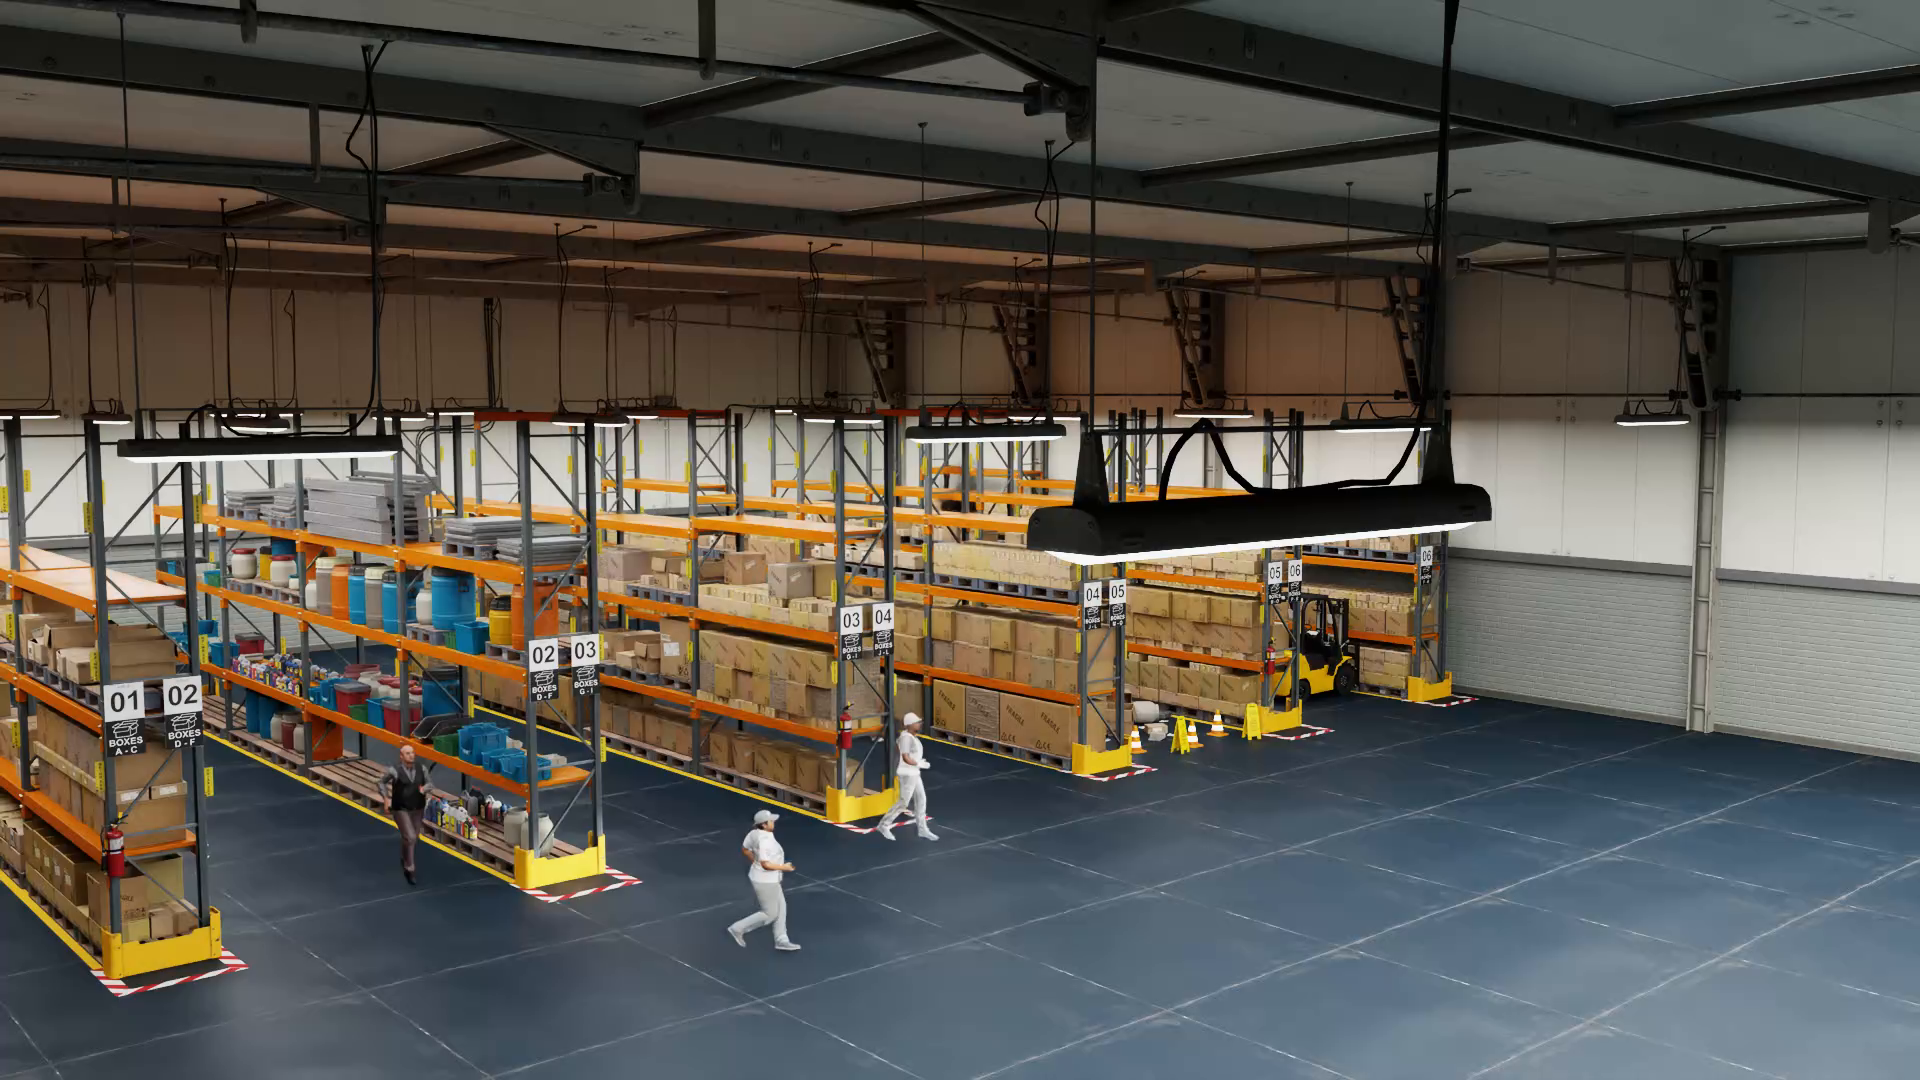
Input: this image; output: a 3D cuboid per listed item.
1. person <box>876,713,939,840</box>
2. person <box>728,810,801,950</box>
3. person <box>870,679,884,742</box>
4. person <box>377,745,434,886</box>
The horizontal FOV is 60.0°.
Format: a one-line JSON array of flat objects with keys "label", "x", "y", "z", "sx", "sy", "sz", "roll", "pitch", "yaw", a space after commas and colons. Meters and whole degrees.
[{"label": "person", "x": -0.741, "y": 3.354, "z": 23.665, "sx": 0.883, "sy": 1.798, "sz": 0.734, "roll": 0, "pitch": 5, "yaw": 1}, {"label": "person", "x": -2.220, "y": 3.865, "z": 18.779, "sx": 0.849, "sy": 1.659, "sz": 0.607, "roll": -2, "pitch": 5, "yaw": -17}, {"label": "person", "x": -1.671, "y": 2.843, "z": 30.414, "sx": 0.589, "sy": 1.635, "sz": 0.802, "roll": -5, "pitch": 7, "yaw": -44}, {"label": "person", "x": -7.203, "y": 3.559, "z": 21.719, "sx": 0.629, "sy": 1.772, "sz": 0.769, "roll": -5, "pitch": 7, "yaw": -45}]
